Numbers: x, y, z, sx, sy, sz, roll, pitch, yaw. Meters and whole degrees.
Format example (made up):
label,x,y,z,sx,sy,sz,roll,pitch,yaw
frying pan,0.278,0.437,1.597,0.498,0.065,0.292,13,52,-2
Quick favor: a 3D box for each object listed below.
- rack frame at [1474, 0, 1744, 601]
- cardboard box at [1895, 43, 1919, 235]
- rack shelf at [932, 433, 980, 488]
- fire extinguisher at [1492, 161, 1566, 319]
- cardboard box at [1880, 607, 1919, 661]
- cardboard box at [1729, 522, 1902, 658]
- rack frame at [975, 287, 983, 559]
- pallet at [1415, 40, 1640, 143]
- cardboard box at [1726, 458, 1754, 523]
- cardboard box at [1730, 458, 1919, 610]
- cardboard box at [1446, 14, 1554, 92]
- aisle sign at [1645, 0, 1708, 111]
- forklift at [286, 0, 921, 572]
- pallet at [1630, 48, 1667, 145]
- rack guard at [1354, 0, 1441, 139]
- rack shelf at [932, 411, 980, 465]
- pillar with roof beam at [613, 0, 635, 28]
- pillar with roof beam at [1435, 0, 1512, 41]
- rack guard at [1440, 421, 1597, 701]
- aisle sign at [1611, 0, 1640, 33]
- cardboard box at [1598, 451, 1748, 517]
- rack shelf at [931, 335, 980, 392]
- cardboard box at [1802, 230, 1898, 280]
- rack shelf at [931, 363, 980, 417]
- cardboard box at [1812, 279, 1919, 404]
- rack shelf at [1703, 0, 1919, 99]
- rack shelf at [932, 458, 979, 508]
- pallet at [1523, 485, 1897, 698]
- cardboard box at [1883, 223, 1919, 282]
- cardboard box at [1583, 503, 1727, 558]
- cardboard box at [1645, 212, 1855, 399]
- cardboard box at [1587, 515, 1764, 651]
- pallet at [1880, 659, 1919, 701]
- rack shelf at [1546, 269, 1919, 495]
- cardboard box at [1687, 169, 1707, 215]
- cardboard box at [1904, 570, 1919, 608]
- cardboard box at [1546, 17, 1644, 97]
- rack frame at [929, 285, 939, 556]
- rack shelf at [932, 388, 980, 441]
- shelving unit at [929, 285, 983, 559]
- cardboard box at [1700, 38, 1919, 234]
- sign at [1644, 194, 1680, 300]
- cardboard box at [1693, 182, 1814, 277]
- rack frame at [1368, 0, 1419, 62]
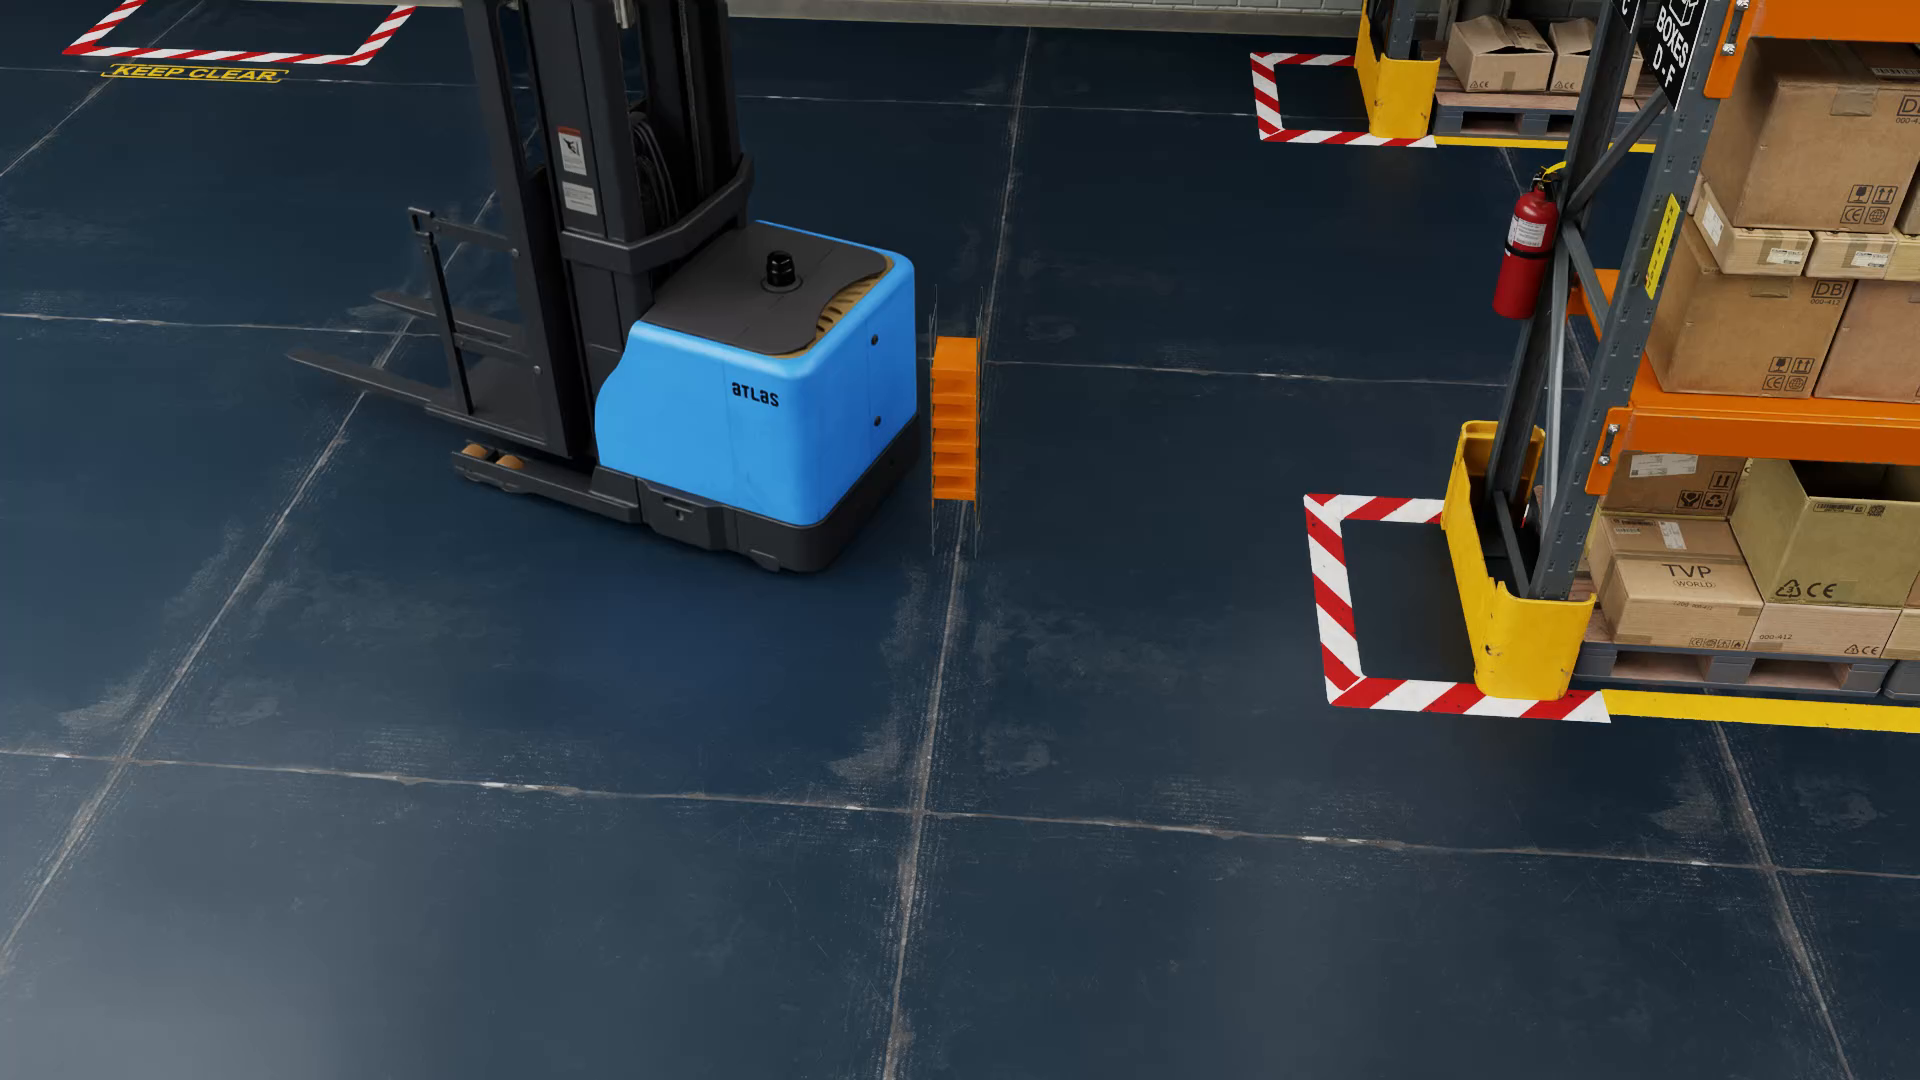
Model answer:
label,x,y,z,sx,sy,sz,roll,pitch,yaw
rack frame,2.274,-0.909,5.990,0.127,3.000,1.000,3,39,4
cardboard box,3.315,-1.389,5.473,0.500,0.500,0.700,2,39,3
rack shelf,-0.014,-0.339,6.976,0.180,0.103,0.258,3,39,4
fire extinguisher,2.196,-1.177,6.381,0.183,0.674,0.296,3,39,4
cardboard box,3.786,0.217,6.453,0.500,0.250,0.500,3,39,4
cardboard box,3.288,0.189,6.487,0.500,0.250,0.500,3,39,4
rack frame,0.077,-0.461,6.866,0.006,1.200,0.240,3,39,4
pallet,3.580,-2.872,10.611,1.213,0.211,1.003,3,39,4
cardboard box,3.333,-0.142,6.894,0.500,0.250,0.500,3,39,4
cardboard box,3.288,-0.101,6.249,0.500,0.500,0.500,3,39,4
cardboard box,3.379,-3.058,10.412,0.500,0.311,0.500,-1,39,-1
aisle sign,2.182,-1.728,4.937,0.004,0.787,0.394,3,39,4
forklift,-1.736,-1.633,6.935,3.031,2.935,1.130,17,42,20
pallet,4.792,-2.804,10.528,1.213,0.211,1.003,3,39,4
rack guard,2.774,-3.051,10.602,0.348,0.500,1.175,3,39,4
rack shelf,-0.014,-0.432,6.900,0.180,0.103,0.258,3,39,4
pillar with roof beam,-2.879,-4.476,5.621,0.400,9.000,9.100,3,39,4
pillar with roof beam,3.098,-4.149,5.219,0.400,9.000,9.100,3,39,4
rack guard,2.250,0.060,6.781,0.348,0.500,1.175,3,39,4
aisle sign,2.234,-2.105,5.401,0.004,0.787,0.394,3,39,4
cardboard box,2.834,-0.454,6.683,0.500,0.500,0.500,3,39,4
rack shelf,-0.014,-0.711,6.673,0.180,0.103,0.258,3,39,4
cardboard box,2.910,-1.029,5.545,0.250,0.149,0.380,2,39,3
rack shelf,-0.014,-0.618,6.749,0.180,0.103,0.258,3,39,4
cardboard box,3.262,-0.888,5.886,0.500,0.500,0.700,4,39,5
rack shelf,4.267,-1.684,5.136,4.000,0.370,1.077,3,39,4
rack shelf,-0.014,-0.246,7.052,0.180,0.103,0.258,3,39,4
pallet,3.040,0.188,6.851,1.213,0.211,1.003,3,39,4
cardboard box,3.158,-1.015,5.528,0.250,0.149,0.380,3,39,4
cardboard box,2.834,-0.162,6.918,0.500,0.250,0.500,3,39,4
cardboard box,2.738,-0.914,5.917,0.500,0.500,0.700,3,39,4
cardboard box,2.789,0.164,6.518,0.500,0.250,0.500,3,39,4
pallet,4.252,0.256,6.768,1.213,0.211,1.003,3,39,4
rack shelf,4.267,-0.521,6.083,4.000,0.370,1.077,3,39,4
cardboard box,2.671,-1.298,5.875,0.250,0.149,0.380,3,39,3
cardboard box,3.787,-0.082,6.225,0.500,0.500,0.500,3,39,4
cardboard box,3.947,-3.027,10.374,0.500,0.311,0.500,6,40,8
rack frame,-0.106,-0.471,6.878,0.006,1.200,0.240,3,39,4
rack shelf,-0.014,-0.525,6.824,0.180,0.103,0.258,3,39,4
shelving unit,-0.014,-0.466,6.872,0.189,1.200,0.258,3,39,4
cardboard box,2.791,-1.414,5.504,0.500,0.500,0.700,3,39,4
sign,2.220,-0.926,5.263,0.005,0.325,0.100,3,39,4
cardboard box,2.646,-1.042,5.561,0.250,0.149,0.380,3,39,4
rack frame,2.698,-4.024,9.818,0.127,3.000,1.000,3,39,4
